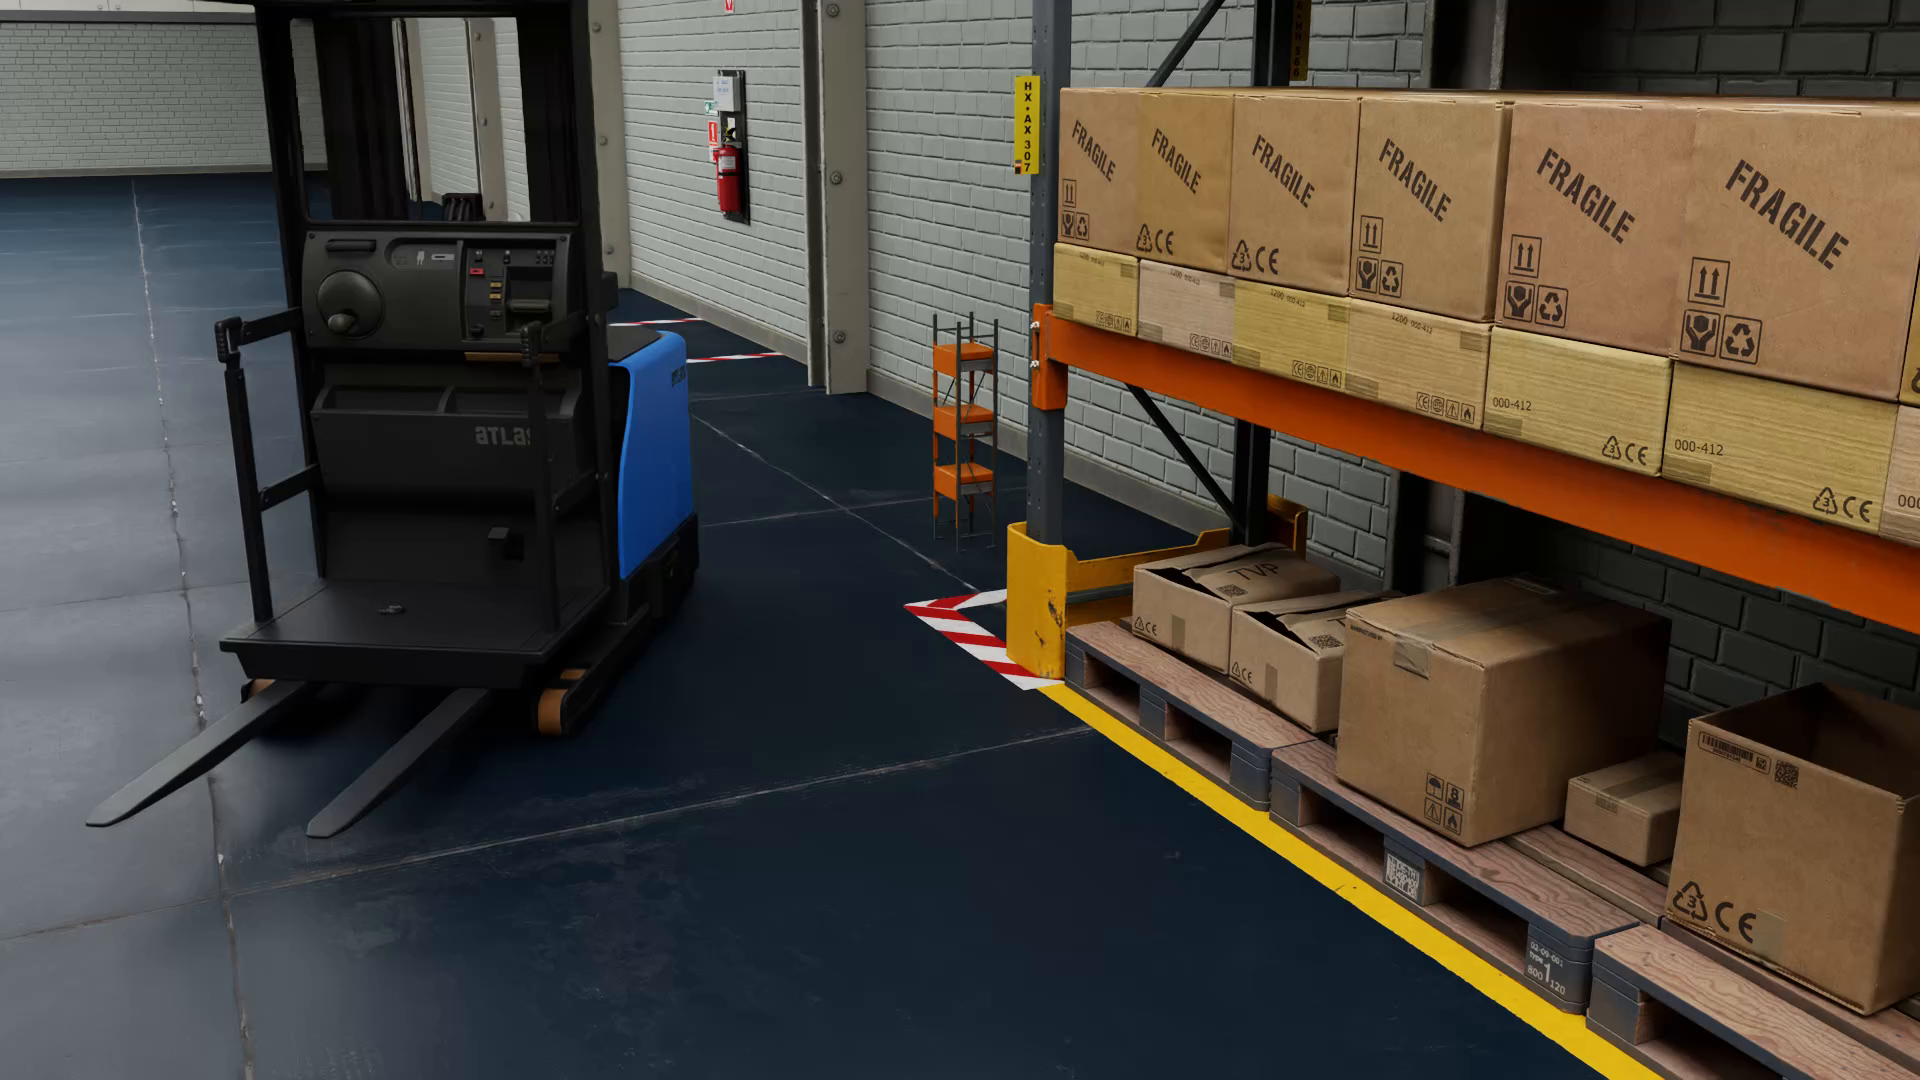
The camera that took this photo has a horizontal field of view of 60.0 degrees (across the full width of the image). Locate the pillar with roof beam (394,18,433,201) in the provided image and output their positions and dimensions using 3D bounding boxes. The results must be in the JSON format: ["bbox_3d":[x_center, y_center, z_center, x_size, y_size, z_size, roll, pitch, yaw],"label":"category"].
[{"bbox_3d":[-12.580,-9.310,23.879,9.100,9.000,0.400,-8,18,-25],"label":"pillar with roof beam"}]

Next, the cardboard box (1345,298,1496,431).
[{"bbox_3d":[1.326,-0.463,4.162,0.500,0.250,0.500,-7,18,-24],"label":"cardboard box"}]

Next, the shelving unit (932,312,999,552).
[{"bbox_3d":[0.023,-0.491,7.560,0.215,1.050,0.252,-8,18,-25],"label":"shelving unit"}]

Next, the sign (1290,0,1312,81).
[{"bbox_3d":[1.227,-1.835,6.036,0.100,0.325,0.005,-8,18,-25],"label":"sign"}]

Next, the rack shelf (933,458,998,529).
[{"bbox_3d":[0.023,-0.214,7.639,0.215,0.259,0.240,-8,18,-25],"label":"rack shelf"}]

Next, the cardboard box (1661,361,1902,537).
[{"bbox_3d":[1.781,-0.216,3.300,0.500,0.250,0.500,-8,18,-25],"label":"cardboard box"}]

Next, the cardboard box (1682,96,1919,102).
[{"bbox_3d":[2.017,-0.766,3.856,0.500,0.500,0.500,-7,17,-23],"label":"cardboard box"}]

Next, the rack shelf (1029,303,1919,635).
[{"bbox_3d":[1.596,-0.223,4.394,1.077,0.370,4.000,-8,18,-25],"label":"rack shelf"}]

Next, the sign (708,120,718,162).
[{"bbox_3d":[-2.022,-3.267,13.634,0.001,0.329,0.234,-8,18,-25],"label":"sign"}]

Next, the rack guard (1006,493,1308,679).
[{"bbox_3d":[0.753,0.156,6.302,1.175,0.500,0.348,-8,18,-25],"label":"rack guard"}]

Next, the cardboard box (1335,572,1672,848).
[{"bbox_3d":[1.468,0.437,4.523,0.700,0.500,0.500,-9,18,-28],"label":"cardboard box"}]

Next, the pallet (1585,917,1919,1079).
[{"bbox_3d":[2.146,1.105,3.516,1.003,0.211,1.213,-8,18,-25],"label":"pallet"}]

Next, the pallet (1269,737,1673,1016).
[{"bbox_3d":[1.608,0.802,4.572,1.003,0.211,1.213,-8,18,-25],"label":"pallet"}]

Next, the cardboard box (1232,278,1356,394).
[{"bbox_3d":[1.106,-0.589,4.600,0.500,0.250,0.500,-8,18,-26],"label":"cardboard box"}]

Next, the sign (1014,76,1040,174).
[{"bbox_3d":[0.232,-1.415,5.675,0.100,0.325,0.005,-8,18,-25],"label":"sign"}]

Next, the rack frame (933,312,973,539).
[{"bbox_3d":[-0.030,-0.522,7.665,0.200,1.050,0.008,-8,18,-25],"label":"rack frame"}]

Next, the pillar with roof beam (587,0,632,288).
[{"bbox_3d":[-7.323,-6.334,13.510,9.100,9.000,0.400,-8,18,-25],"label":"pillar with roof beam"}]

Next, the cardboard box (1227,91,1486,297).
[{"bbox_3d":[1.087,-0.955,4.518,0.500,0.500,0.500,-8,18,-27],"label":"cardboard box"}]

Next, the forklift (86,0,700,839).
[{"bbox_3d":[-1.791,-0.855,5.418,1.130,2.935,3.031,2,16,6],"label":"forklift"}]

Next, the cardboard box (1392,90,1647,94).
[{"bbox_3d":[1.559,-1.018,4.735,0.500,0.500,0.500,-8,18,-26],"label":"cardboard box"}]

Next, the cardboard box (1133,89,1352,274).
[{"bbox_3d":[0.866,-1.084,4.967,0.500,0.500,0.500,-8,18,-25],"label":"cardboard box"}]

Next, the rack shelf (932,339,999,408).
[{"bbox_3d":[0.023,-0.754,7.484,0.215,0.259,0.240,-8,18,-25],"label":"rack shelf"}]

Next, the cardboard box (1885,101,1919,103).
[{"bbox_3d":[2.231,-0.641,3.423,0.500,0.500,0.500,-8,18,-25],"label":"cardboard box"}]

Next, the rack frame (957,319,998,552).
[{"bbox_3d":[0.077,-0.461,7.454,0.200,1.050,0.008,-8,18,-25],"label":"rack frame"}]

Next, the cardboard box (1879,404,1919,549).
[{"bbox_3d":[1.992,-0.091,2.866,0.500,0.250,0.500,-8,18,-25],"label":"cardboard box"}]

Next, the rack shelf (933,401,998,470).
[{"bbox_3d":[0.023,-0.481,7.563,0.215,0.259,0.240,-8,18,-25],"label":"rack shelf"}]

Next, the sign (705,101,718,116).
[{"bbox_3d":[-2.028,-3.520,13.553,0.001,0.109,0.331,-8,18,-25],"label":"sign"}]

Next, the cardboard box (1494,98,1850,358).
[{"bbox_3d":[1.552,-0.700,3.628,0.500,0.500,0.500,-8,18,-26],"label":"cardboard box"}]

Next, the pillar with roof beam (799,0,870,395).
[{"bbox_3d":[-4.695,-4.847,8.326,9.100,9.000,0.400,-8,18,-25],"label":"pillar with roof beam"}]

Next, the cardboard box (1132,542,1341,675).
[{"bbox_3d":[0.942,0.199,5.697,0.500,0.311,0.500,-10,19,-31],"label":"cardboard box"}]

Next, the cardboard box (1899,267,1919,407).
[{"bbox_3d":[1.987,-0.451,2.759,0.500,0.500,0.500,-8,18,-25],"label":"cardboard box"}]

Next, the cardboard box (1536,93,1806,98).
[{"bbox_3d":[1.780,-0.893,4.300,0.500,0.500,0.500,-7,18,-24],"label":"cardboard box"}]

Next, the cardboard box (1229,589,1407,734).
[{"bbox_3d":[1.192,0.340,5.204,0.500,0.311,0.500,-6,17,-20],"label":"cardboard box"}]

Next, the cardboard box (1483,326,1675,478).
[{"bbox_3d":[1.547,-0.339,3.728,0.500,0.250,0.500,-8,18,-25],"label":"cardboard box"}]

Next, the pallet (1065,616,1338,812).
[{"bbox_3d":[1.077,0.500,5.625,1.003,0.211,1.213,-8,18,-25],"label":"pallet"}]

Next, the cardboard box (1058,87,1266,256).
[{"bbox_3d":[0.659,-1.208,5.398,0.500,0.500,0.500,-8,18,-25],"label":"cardboard box"}]

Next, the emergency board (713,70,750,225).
[{"bbox_3d":[-1.873,-3.101,13.118,0.194,1.169,0.643,-8,18,-25],"label":"emergency board"}]

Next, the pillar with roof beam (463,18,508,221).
[{"bbox_3d":[-9.952,-7.822,18.695,9.100,9.000,0.400,-8,18,-25],"label":"pillar with roof beam"}]

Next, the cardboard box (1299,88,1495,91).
[{"bbox_3d":[1.329,-1.145,5.180,0.500,0.500,0.500,-7,18,-24],"label":"cardboard box"}]

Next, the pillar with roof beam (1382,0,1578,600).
[{"bbox_3d":[-2.066,-3.359,3.142,9.100,9.000,0.400,-8,18,-25],"label":"pillar with roof beam"}]

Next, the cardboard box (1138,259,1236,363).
[{"bbox_3d":[0.888,-0.716,5.042,0.500,0.250,0.500,-8,18,-27],"label":"cardboard box"}]

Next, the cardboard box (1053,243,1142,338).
[{"bbox_3d":[0.648,-0.843,5.485,0.500,0.250,0.500,-8,18,-27],"label":"cardboard box"}]

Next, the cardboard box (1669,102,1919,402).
[{"bbox_3d":[1.763,-0.574,3.188,0.500,0.500,0.500,-8,18,-25],"label":"cardboard box"}]

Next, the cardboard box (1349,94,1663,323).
[{"bbox_3d":[1.324,-0.829,4.077,0.500,0.500,0.500,-7,17,-23],"label":"cardboard box"}]

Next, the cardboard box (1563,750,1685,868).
[{"bbox_3d":[1.789,0.687,4.289,0.380,0.149,0.250,-9,18,-29],"label":"cardboard box"}]

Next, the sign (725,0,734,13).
[{"bbox_3d":[-1.787,-4.229,12.847,0.001,0.298,0.199,-8,18,-25],"label":"sign"}]

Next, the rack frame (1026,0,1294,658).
[{"bbox_3d":[0.720,-1.065,6.023,1.000,3.000,0.127,-8,18,-25],"label":"rack frame"}]

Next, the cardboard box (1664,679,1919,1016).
[{"bbox_3d":[1.981,0.665,3.730,0.500,0.500,0.500,-9,18,-29],"label":"cardboard box"}]

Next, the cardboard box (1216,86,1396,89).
[{"bbox_3d":[1.117,-1.271,5.619,0.500,0.500,0.500,-8,18,-26],"label":"cardboard box"}]
